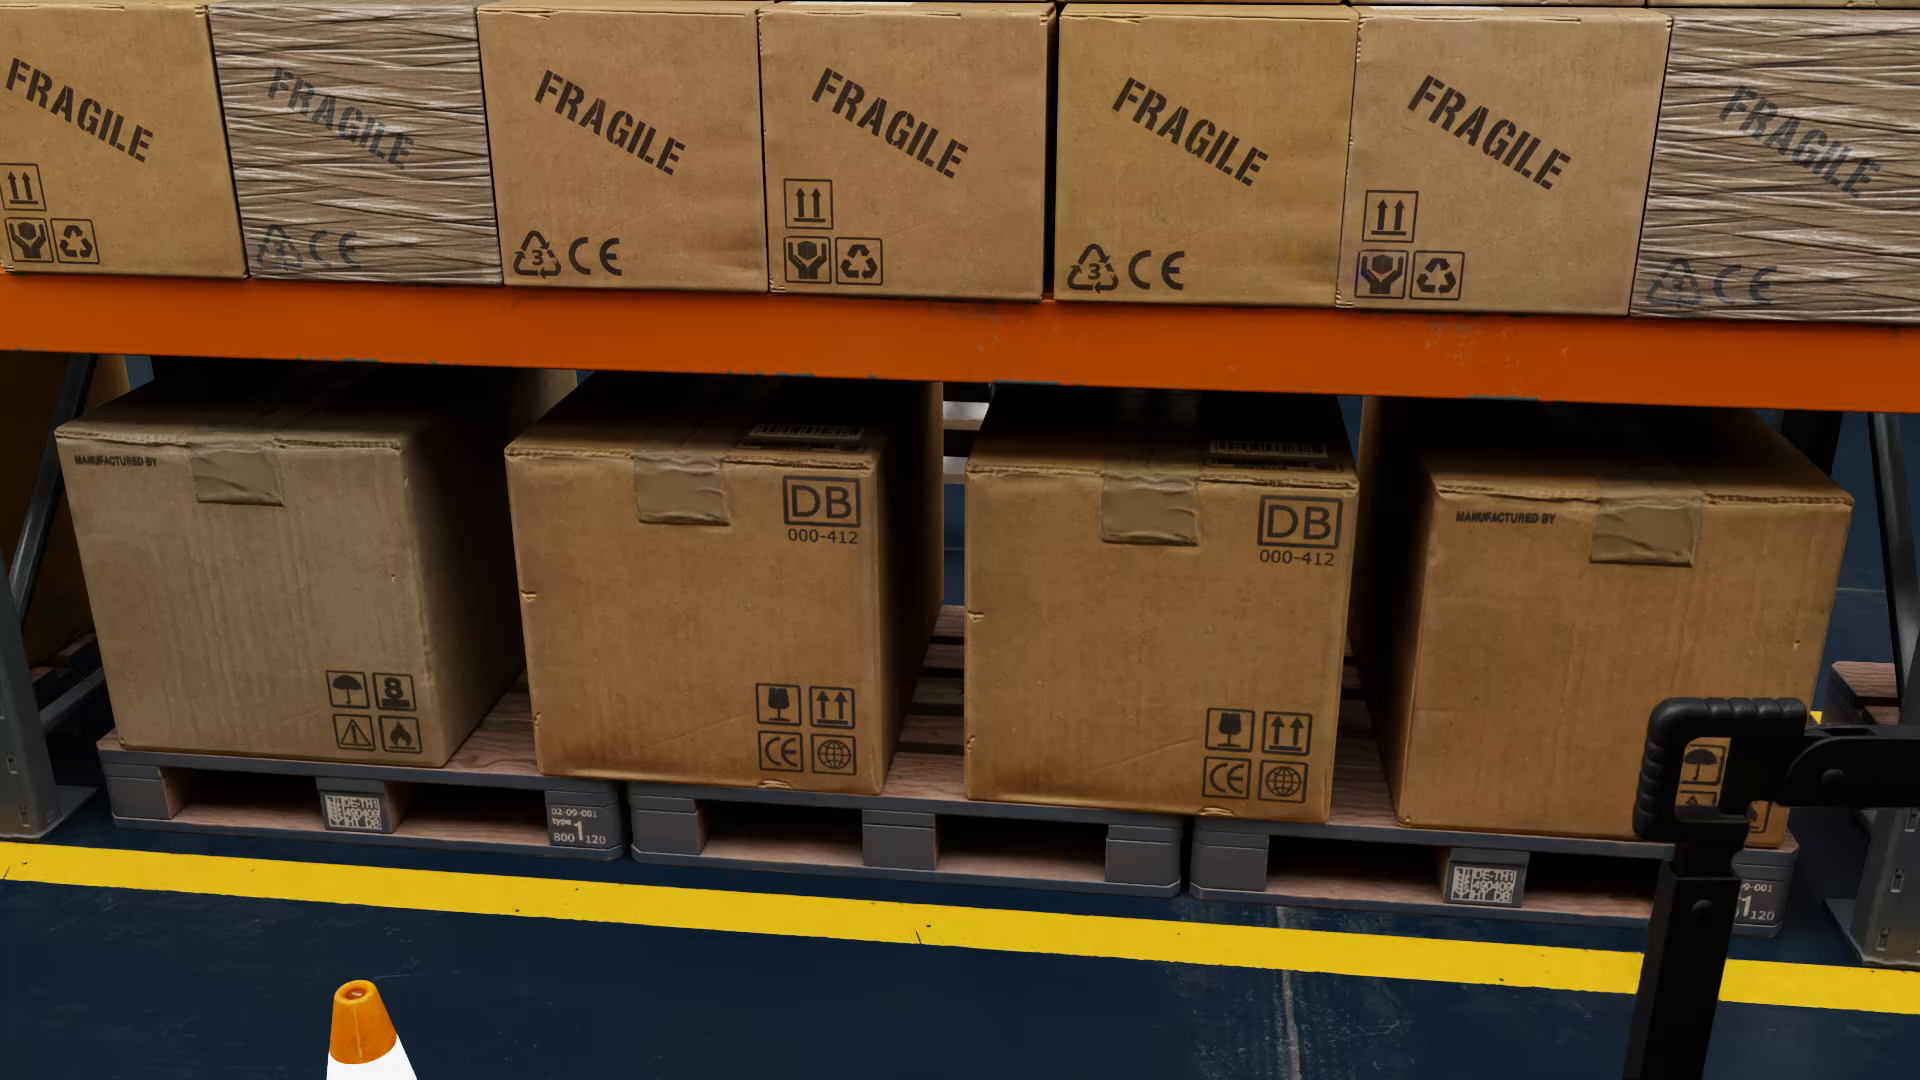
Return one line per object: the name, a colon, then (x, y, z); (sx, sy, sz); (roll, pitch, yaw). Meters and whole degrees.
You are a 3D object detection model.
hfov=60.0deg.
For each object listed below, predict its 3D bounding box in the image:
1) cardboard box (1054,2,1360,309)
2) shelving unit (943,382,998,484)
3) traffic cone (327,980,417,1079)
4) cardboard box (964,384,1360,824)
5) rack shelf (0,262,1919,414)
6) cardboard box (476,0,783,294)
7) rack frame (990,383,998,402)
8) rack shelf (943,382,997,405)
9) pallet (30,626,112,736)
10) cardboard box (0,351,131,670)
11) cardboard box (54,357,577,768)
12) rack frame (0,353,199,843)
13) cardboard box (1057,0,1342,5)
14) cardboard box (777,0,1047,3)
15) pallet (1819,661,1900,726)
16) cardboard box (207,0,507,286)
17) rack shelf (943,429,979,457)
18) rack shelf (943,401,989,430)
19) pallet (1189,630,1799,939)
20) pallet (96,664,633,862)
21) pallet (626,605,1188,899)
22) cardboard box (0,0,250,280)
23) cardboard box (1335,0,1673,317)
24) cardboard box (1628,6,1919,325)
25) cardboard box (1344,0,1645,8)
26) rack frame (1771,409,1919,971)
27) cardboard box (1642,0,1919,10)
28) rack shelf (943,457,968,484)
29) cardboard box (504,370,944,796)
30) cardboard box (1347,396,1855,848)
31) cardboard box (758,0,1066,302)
cardboard box: (0.441, -0.740, 3.095); (0.500, 0.500, 0.500); (2, 22, 5)
shelving unit: (0.008, -0.418, 5.273); (0.210, 0.900, 0.258); (2, 22, 6)
traffic cone: (-0.906, 0.888, 2.564); (0.334, 0.463, 0.336); (2, 22, 6)
cardboard box: (0.449, 0.027, 3.780); (0.750, 0.750, 1.050); (3, 22, 7)
rack shelf: (-0.074, -0.480, 3.552); (4.000, 0.370, 1.077); (2, 22, 6)
cardboard box: (-0.572, -0.782, 3.203); (0.500, 0.500, 0.500); (2, 22, 6)
rack frame: (0.109, -0.414, 5.262); (0.006, 0.900, 0.240); (2, 22, 6)
rack shelf: (0.008, -0.471, 5.253); (0.200, 0.077, 0.258); (2, 22, 6)
pallet: (-2.806, 0.334, 4.307); (1.213, 0.211, 1.003); (2, 22, 6)
cardboard box: (-2.677, -0.161, 4.086); (0.875, 0.875, 0.875); (3, 22, 7)
cardboard box: (-1.433, -0.056, 3.990); (0.750, 0.750, 1.050); (2, 22, 6)
rack frame: (-2.060, -0.901, 3.639); (0.127, 3.000, 1.000); (2, 22, 6)
cardboard box: (0.455, -1.305, 3.165); (0.500, 0.500, 0.700); (2, 22, 5)
cardboard box: (-0.053, -1.327, 3.221); (0.500, 0.500, 0.700); (2, 22, 6)
pallet: (2.688, 0.603, 3.627); (1.213, 0.211, 1.003); (2, 22, 6)
cardboard box: (-1.068, -0.805, 3.260); (0.500, 0.500, 0.500); (3, 22, 7)
rack shelf: (0.008, -0.303, 5.319); (0.200, 0.077, 0.258); (2, 22, 6)
rack shelf: (0.008, -0.387, 5.286); (0.200, 0.077, 0.258); (2, 22, 6)
pallet: (1.138, 0.507, 3.870); (1.213, 0.211, 1.003); (2, 22, 6)
pallet: (-1.285, 0.402, 4.137); (1.213, 0.211, 1.003); (2, 22, 6)
pallet: (-0.070, 0.454, 4.005); (1.213, 0.211, 1.003); (2, 22, 6)
cardboard box: (-1.570, -0.826, 3.314); (0.500, 0.500, 0.500); (3, 22, 7)
cardboard box: (0.938, -0.718, 3.040); (0.500, 0.500, 0.500); (2, 22, 6)
cardboard box: (1.433, -0.696, 2.984); (0.500, 0.500, 0.500); (2, 22, 6)
cardboard box: (0.965, -1.284, 3.111); (0.500, 0.500, 0.700); (2, 22, 6)
rack frame: (1.912, -0.728, 3.201); (0.127, 3.000, 1.000); (2, 22, 6)
cardboard box: (1.467, -1.262, 3.057); (0.500, 0.500, 0.700); (2, 22, 6)
rack shelf: (0.008, -0.220, 5.352); (0.200, 0.077, 0.258); (2, 22, 6)
cardboard box: (-0.476, -0.013, 3.881); (0.750, 0.750, 1.050); (2, 22, 6)
cardboard box: (1.318, 0.064, 3.687); (0.750, 0.750, 1.050); (2, 22, 6)
cardboard box: (-0.068, -0.760, 3.147); (0.500, 0.500, 0.500); (3, 22, 7)
